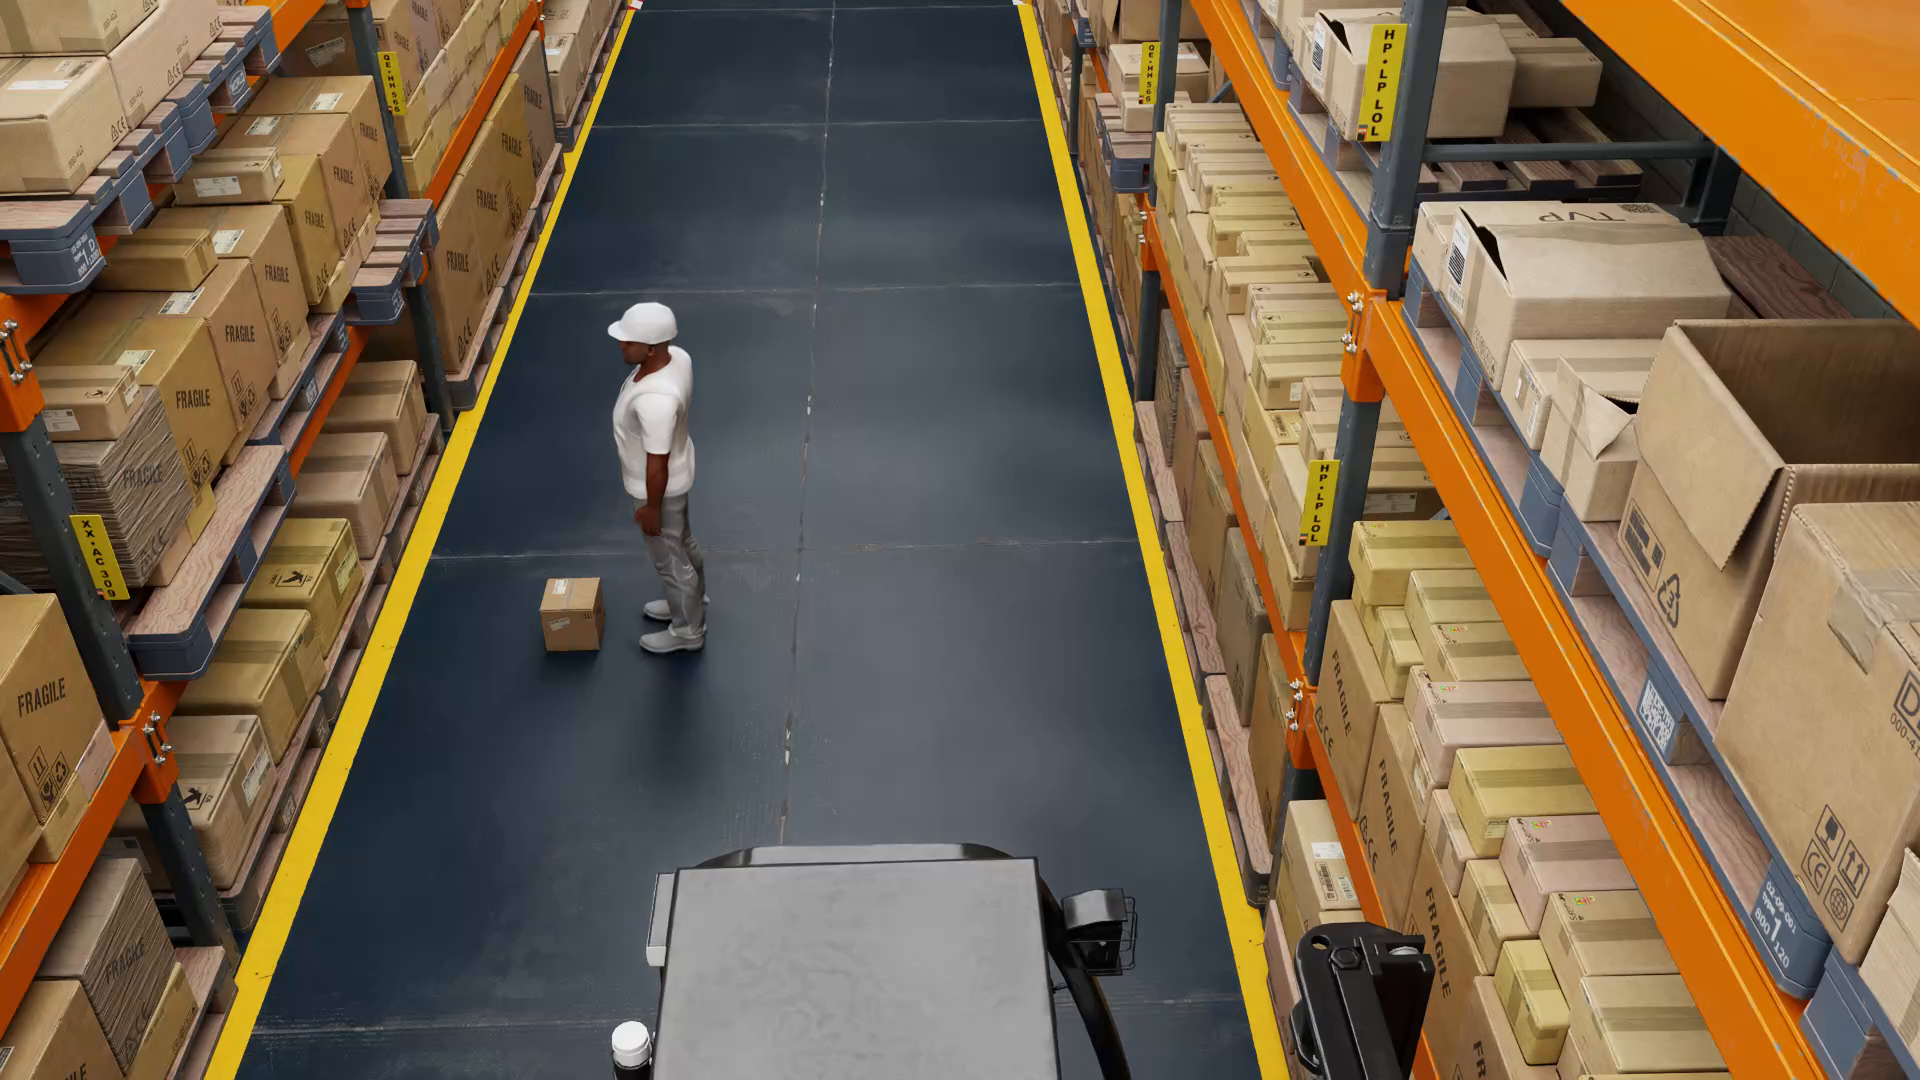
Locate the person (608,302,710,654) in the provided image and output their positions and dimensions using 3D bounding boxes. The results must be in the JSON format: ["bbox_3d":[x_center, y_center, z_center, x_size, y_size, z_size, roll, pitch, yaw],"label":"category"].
[{"bbox_3d":[-1.367,-0.276,7.558,0.368,1.766,0.562,-1,35,-1],"label":"person"}]
